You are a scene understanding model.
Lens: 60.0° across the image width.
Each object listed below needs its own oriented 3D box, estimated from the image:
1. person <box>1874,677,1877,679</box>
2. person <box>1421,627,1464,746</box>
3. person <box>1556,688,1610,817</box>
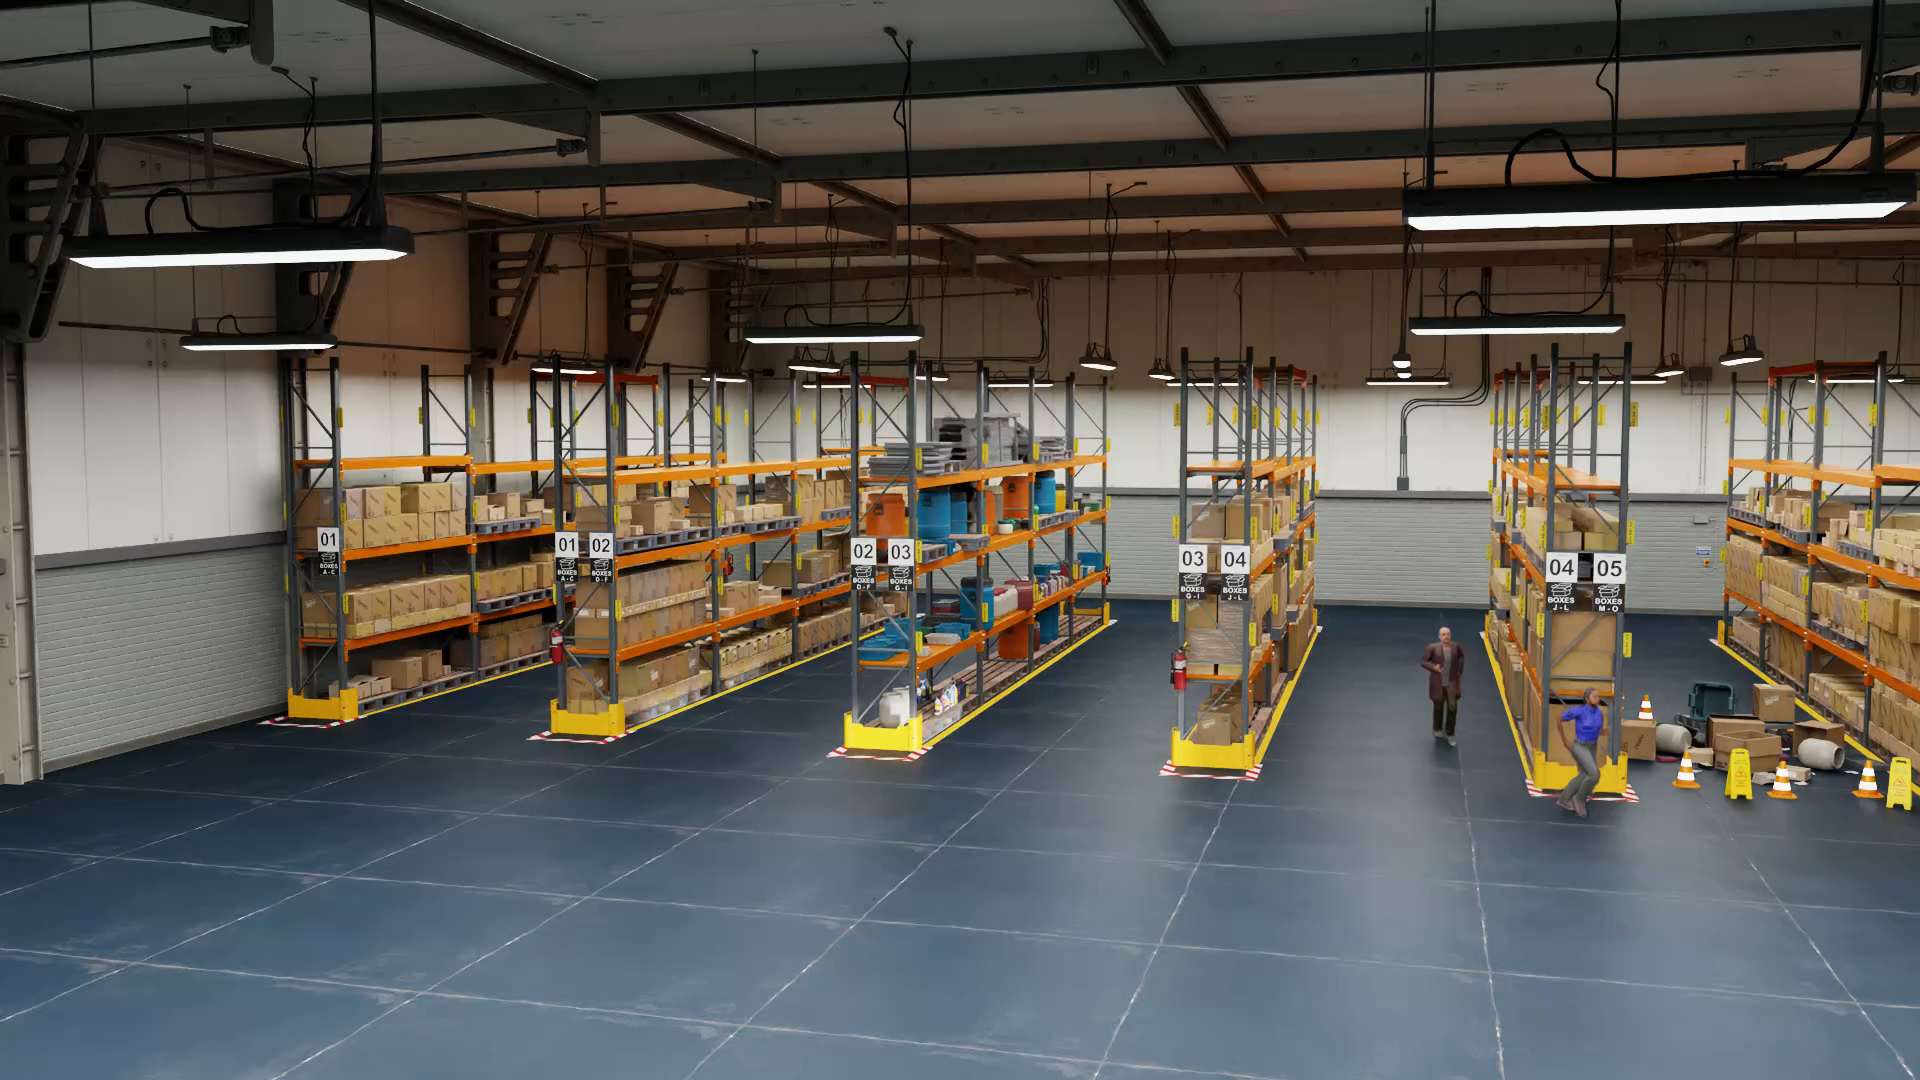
[{"bbox_3d":[17.574,1.875,31.730,0.607,1.644,0.694,1,4,13],"label":"person"},{"bbox_3d":[7.433,2.344,25.603,0.689,1.634,0.832,1,4,8],"label":"person"},{"bbox_3d":[7.825,2.654,20.867,0.554,1.630,0.751,-2,5,-30],"label":"person"}]
